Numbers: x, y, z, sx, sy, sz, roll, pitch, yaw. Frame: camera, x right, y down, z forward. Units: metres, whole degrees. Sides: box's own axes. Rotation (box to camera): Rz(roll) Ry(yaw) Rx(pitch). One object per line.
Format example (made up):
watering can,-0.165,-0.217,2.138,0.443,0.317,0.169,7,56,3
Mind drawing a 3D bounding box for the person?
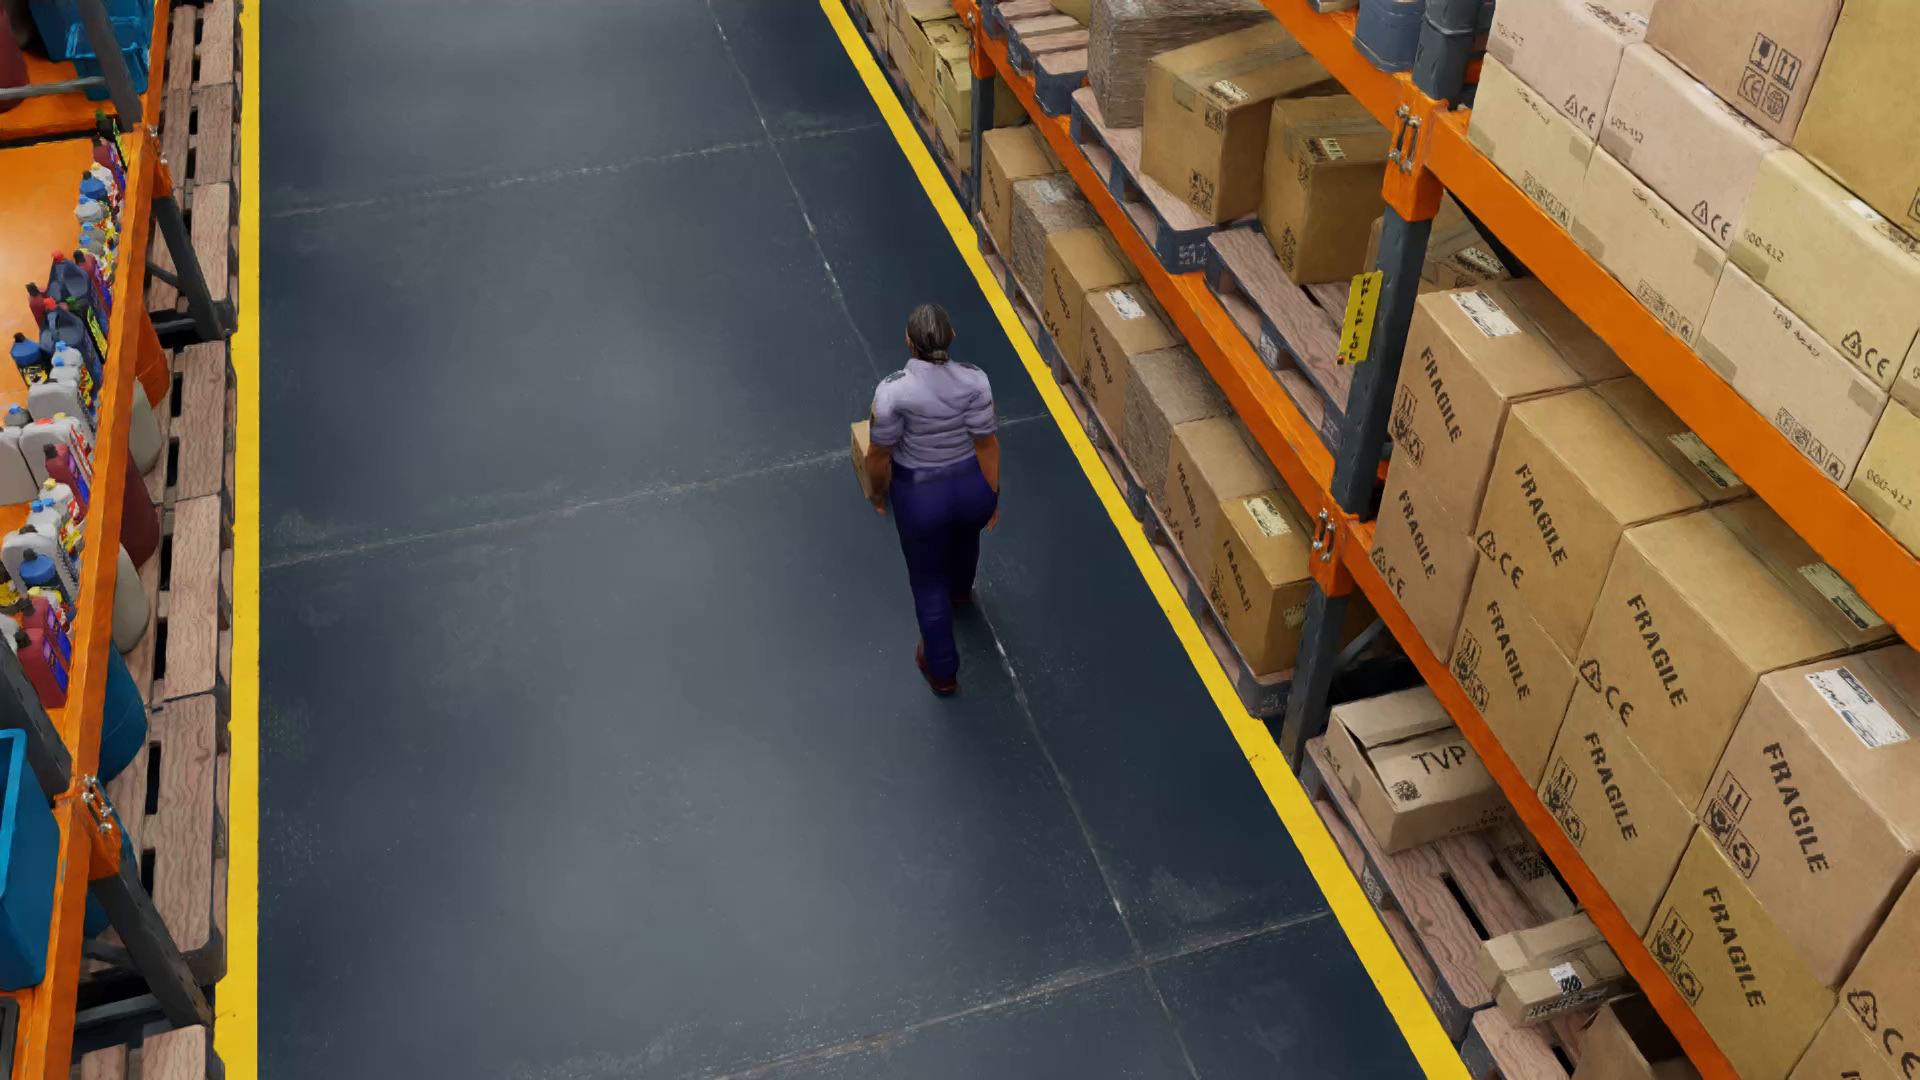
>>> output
person,-0.118,-0.229,6.410,0.506,1.627,0.740,-13,44,-14
